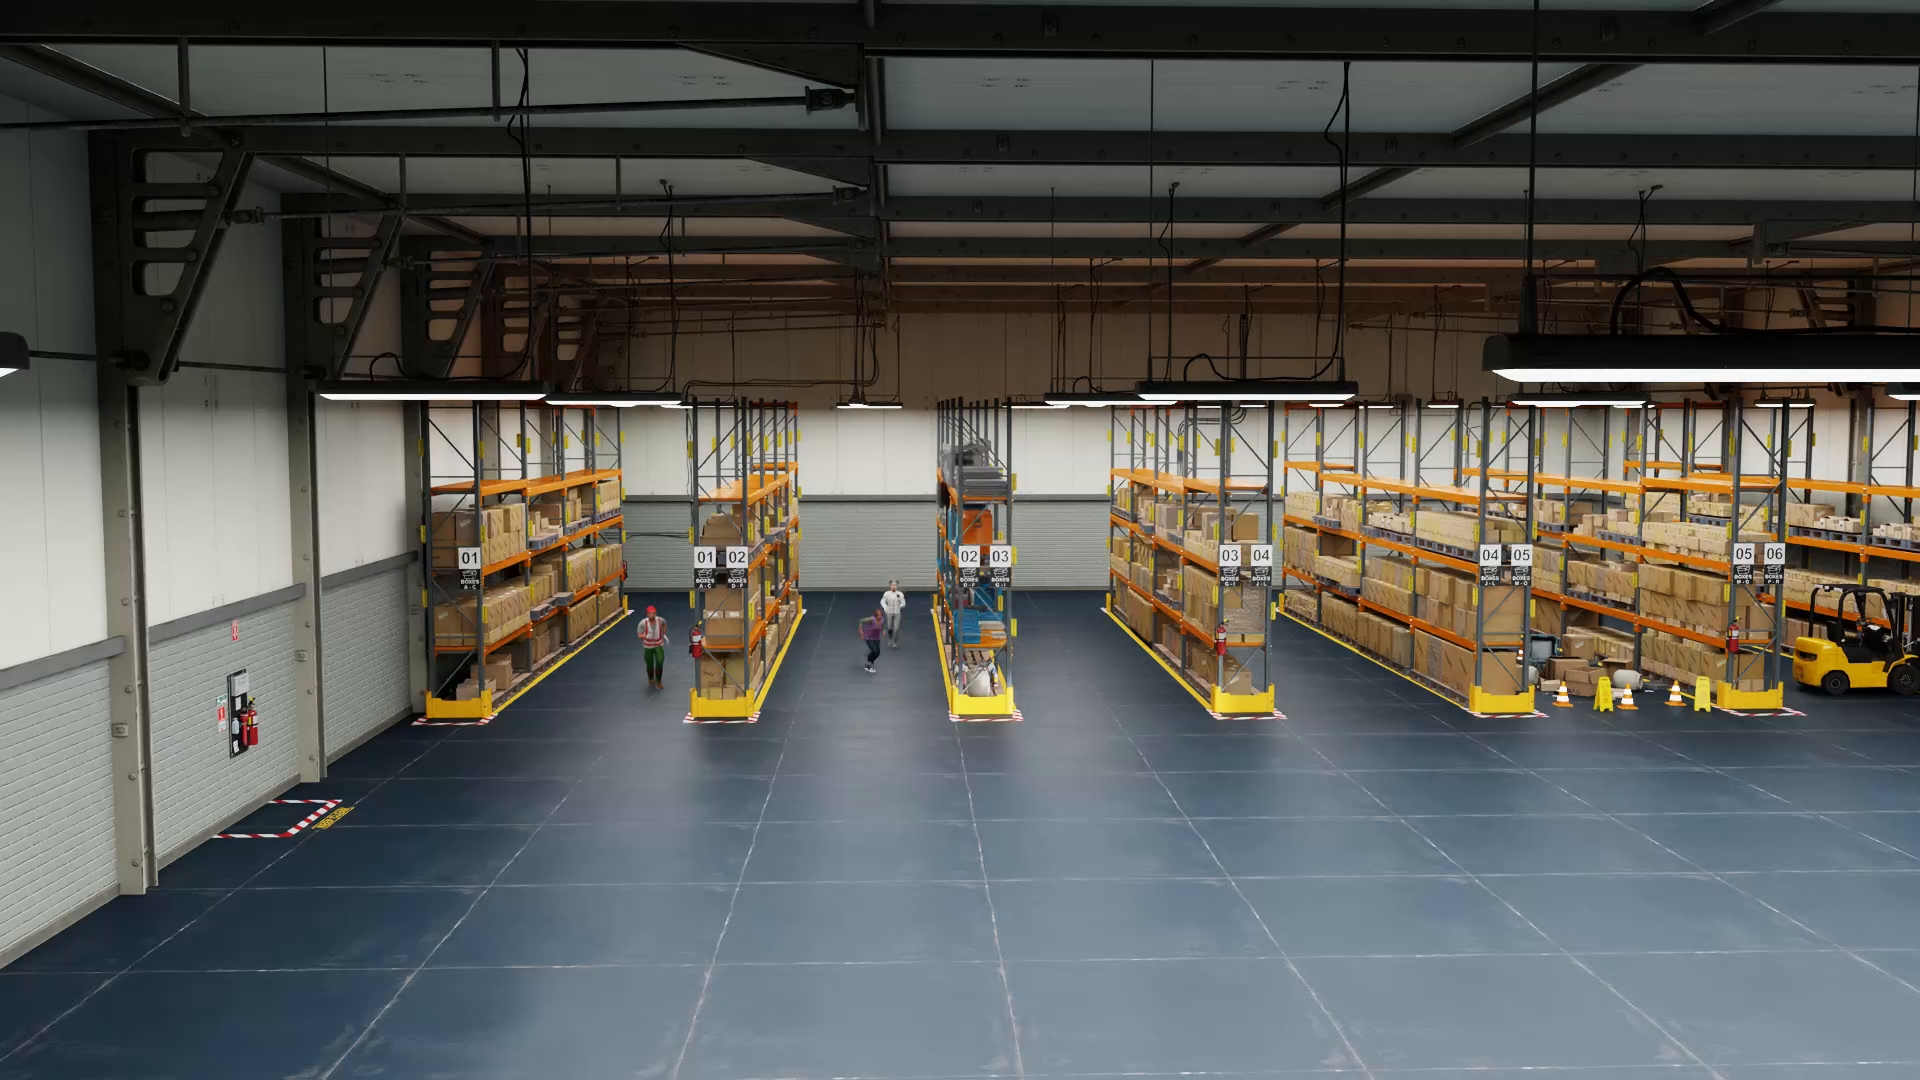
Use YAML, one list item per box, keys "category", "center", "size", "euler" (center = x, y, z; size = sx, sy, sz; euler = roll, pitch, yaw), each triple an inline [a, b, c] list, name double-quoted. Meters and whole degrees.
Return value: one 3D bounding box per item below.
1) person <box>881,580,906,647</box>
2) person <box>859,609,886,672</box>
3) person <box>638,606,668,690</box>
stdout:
- category: "person"
  center: [-1.613, 1.782, 40.160]
  size: [0.608, 1.652, 0.539]
  euler: [0, 4, 0]
- category: "person"
  center: [-1.914, 2.259, 36.330]
  size: [0.573, 1.323, 0.794]
  euler: [-2, 5, -27]
- category: "person"
  center: [-6.319, 2.180, 34.263]
  size: [0.620, 1.688, 0.964]
  euler: [-1, 4, -11]
